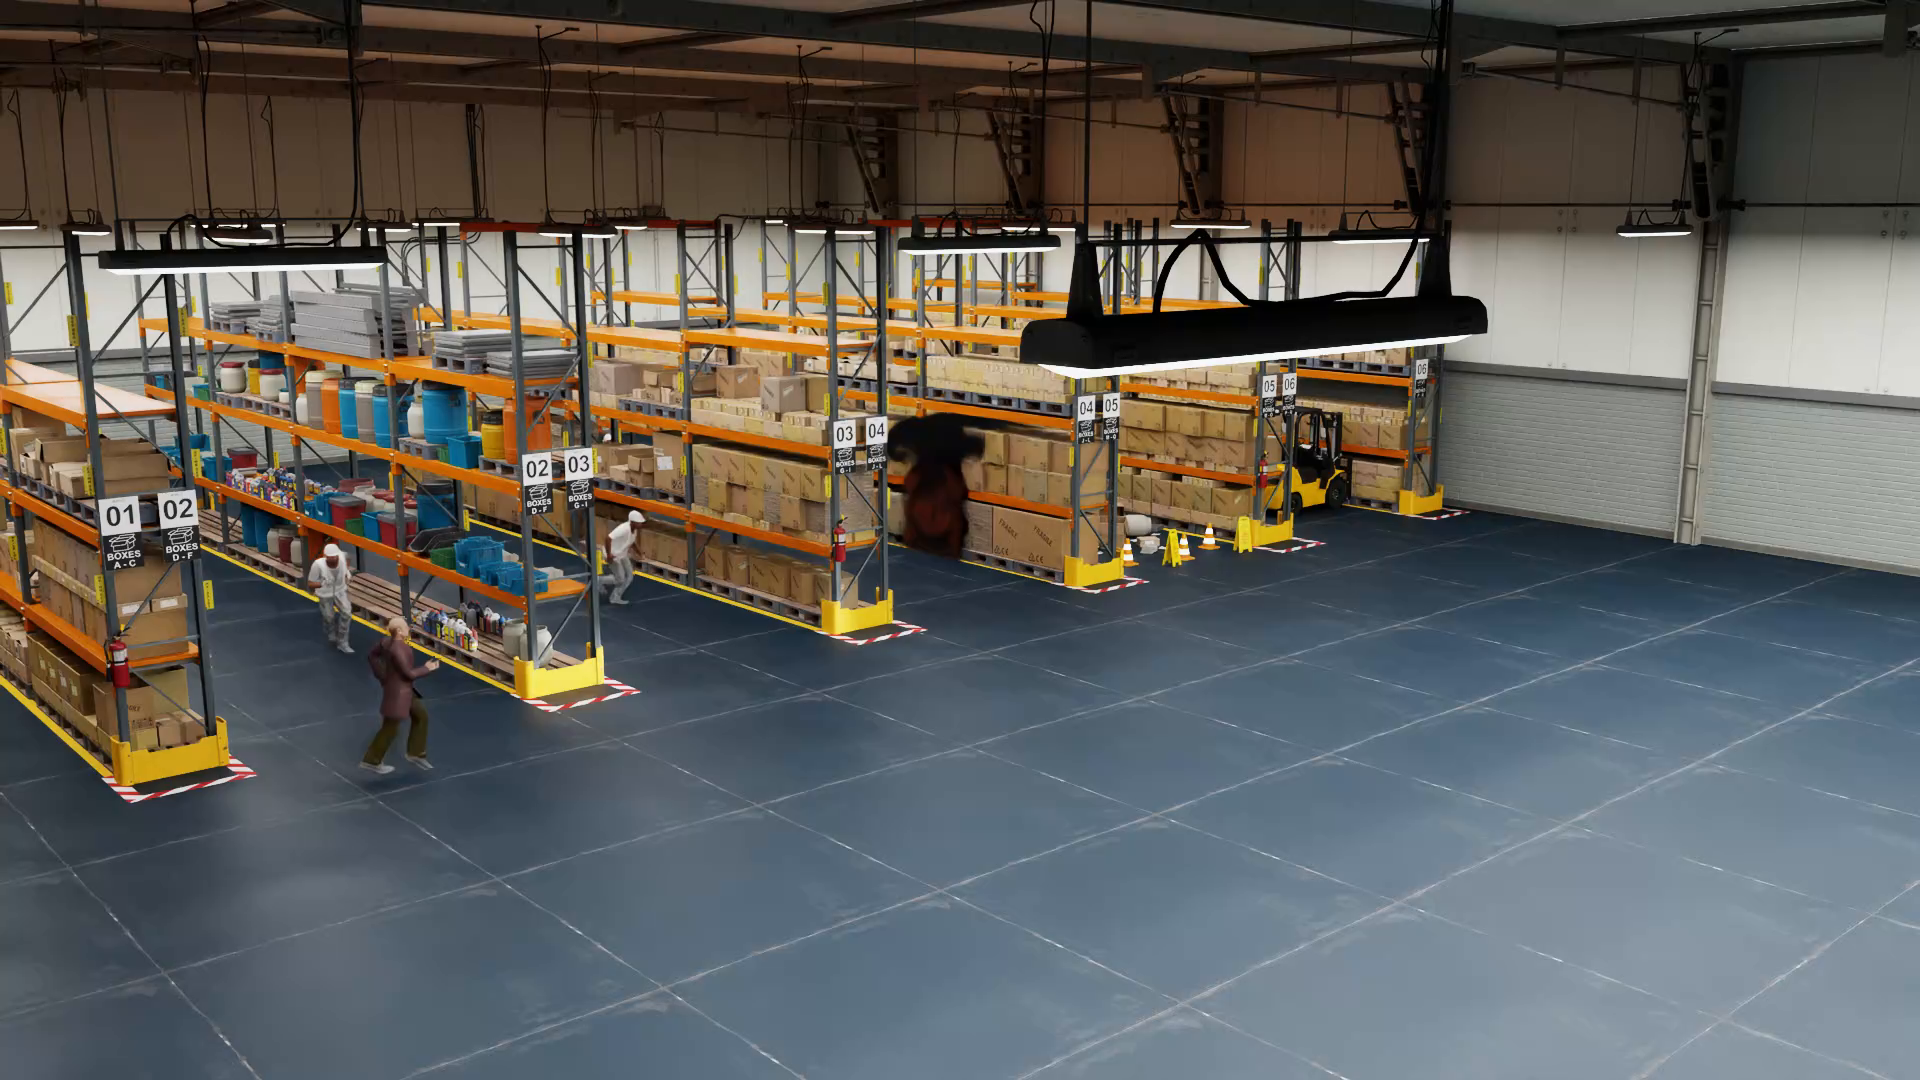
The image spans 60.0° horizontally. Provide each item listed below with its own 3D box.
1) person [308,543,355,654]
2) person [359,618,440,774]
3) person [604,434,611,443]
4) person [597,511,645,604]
[{"bbox_3d":[-9.032,0.801,23.862,0.697,1.651,1.085,-8,14,-34],"label":"person"},{"bbox_3d":[-6.287,1.771,18.616,0.933,1.846,0.658,-4,12,-21],"label":"person"},{"bbox_3d":[-7.229,-1.322,34.105,0.663,1.733,0.668,8,14,34],"label":"person"},{"bbox_3d":[-5.459,0.283,26.569,0.994,1.557,0.720,5,12,21],"label":"person"}]
